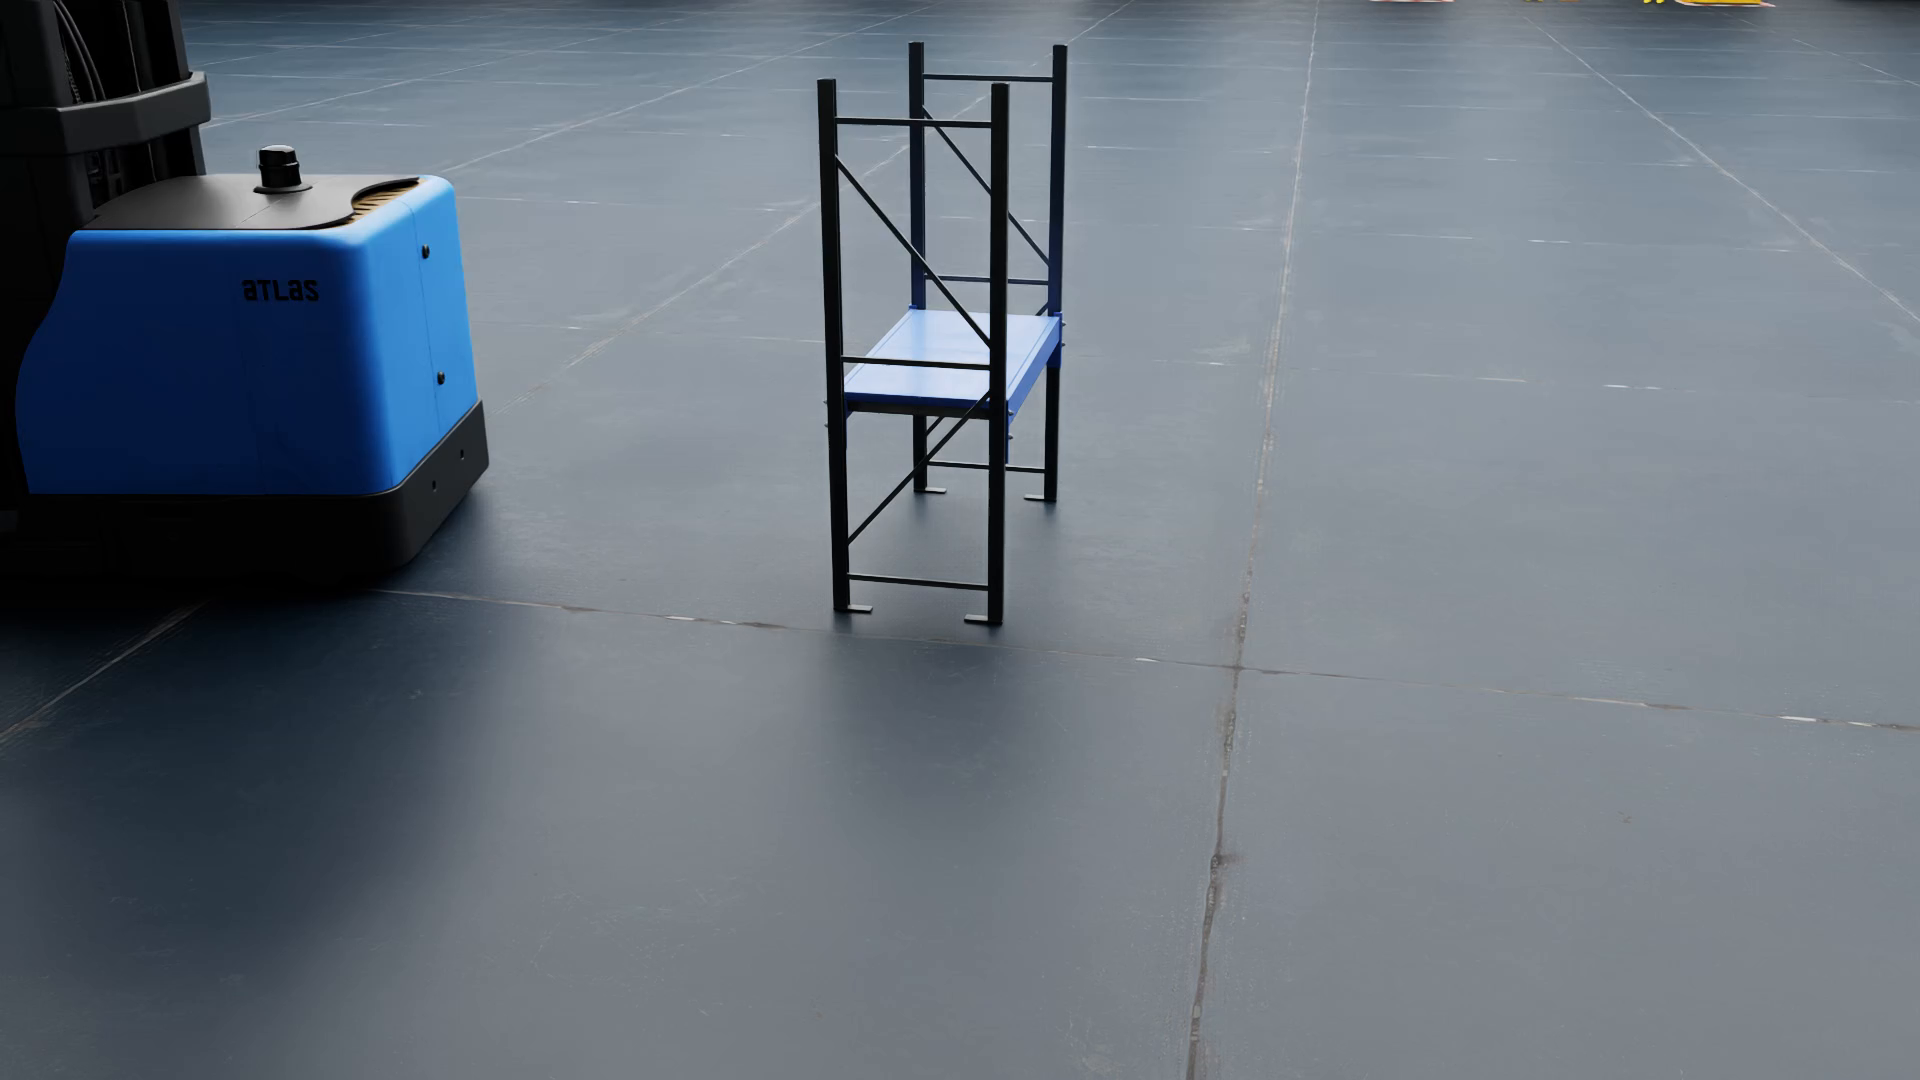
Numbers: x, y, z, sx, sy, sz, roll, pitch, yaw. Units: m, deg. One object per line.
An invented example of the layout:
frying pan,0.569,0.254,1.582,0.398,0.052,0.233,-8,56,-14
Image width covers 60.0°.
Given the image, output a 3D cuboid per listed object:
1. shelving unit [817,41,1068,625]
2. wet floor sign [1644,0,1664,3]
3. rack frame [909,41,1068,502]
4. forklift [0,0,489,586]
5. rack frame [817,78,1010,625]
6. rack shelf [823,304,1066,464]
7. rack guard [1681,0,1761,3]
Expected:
shelving unit,-0.017,-0.664,4.996,0.538,1.500,1.048,4,22,11
wet floor sign,11.347,-9.092,27.066,0.267,0.644,0.232,13,25,29
rack frame,0.086,-0.850,5.458,0.500,1.500,0.032,4,22,11
forklift,-3.162,-1.397,4.900,3.031,2.935,1.130,0,22,1
rack frame,-0.121,-0.479,4.534,0.500,1.500,0.032,4,22,11
rack shelf,-0.017,-0.498,5.063,0.538,0.185,1.000,4,22,11
rack guard,12.448,-9.041,27.132,1.175,0.500,0.348,4,22,11
